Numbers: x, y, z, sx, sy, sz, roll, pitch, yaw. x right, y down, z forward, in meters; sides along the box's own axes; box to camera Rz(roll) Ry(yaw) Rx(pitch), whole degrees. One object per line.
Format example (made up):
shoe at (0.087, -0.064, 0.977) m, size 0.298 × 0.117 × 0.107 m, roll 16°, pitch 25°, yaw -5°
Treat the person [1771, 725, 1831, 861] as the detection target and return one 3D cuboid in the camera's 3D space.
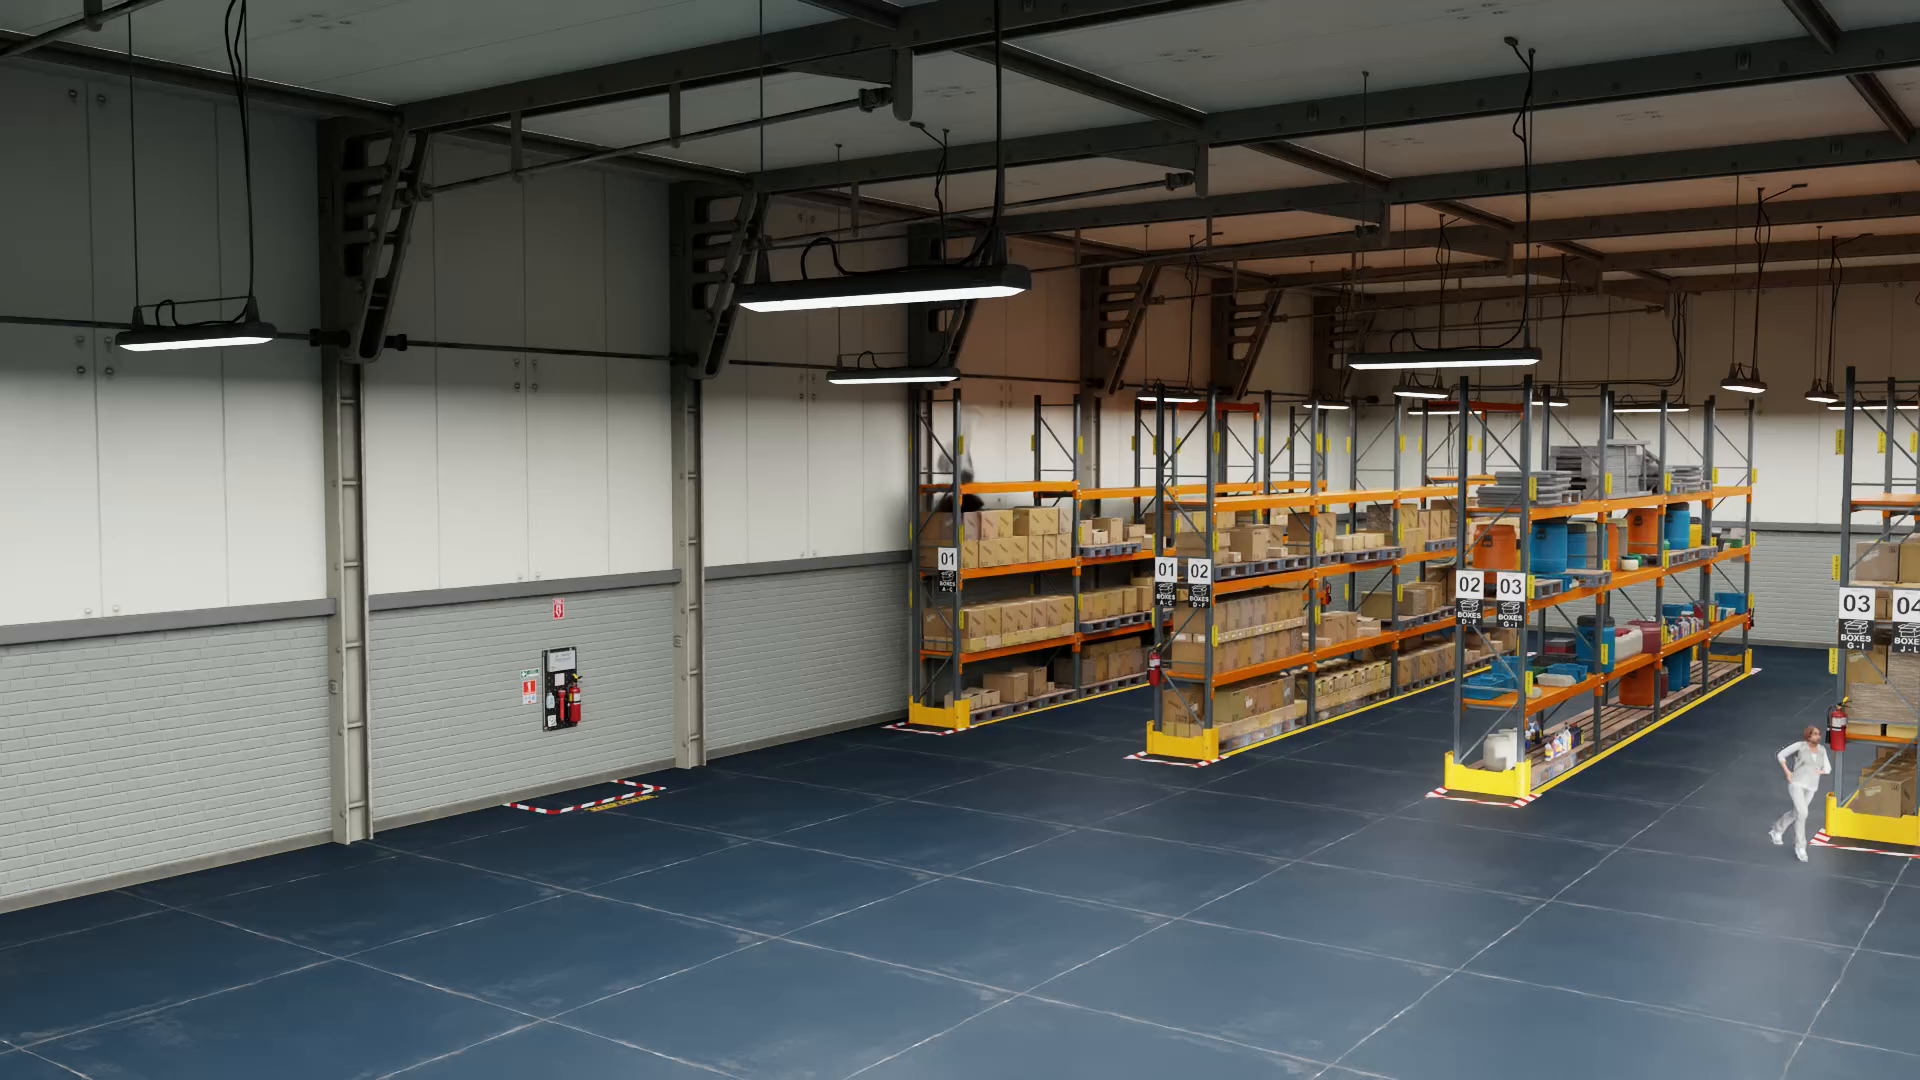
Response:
person at (10.356, 3.052, 20.400) m, size 0.535 × 1.605 × 0.788 m, roll 0°, pitch 3°, yaw -7°
